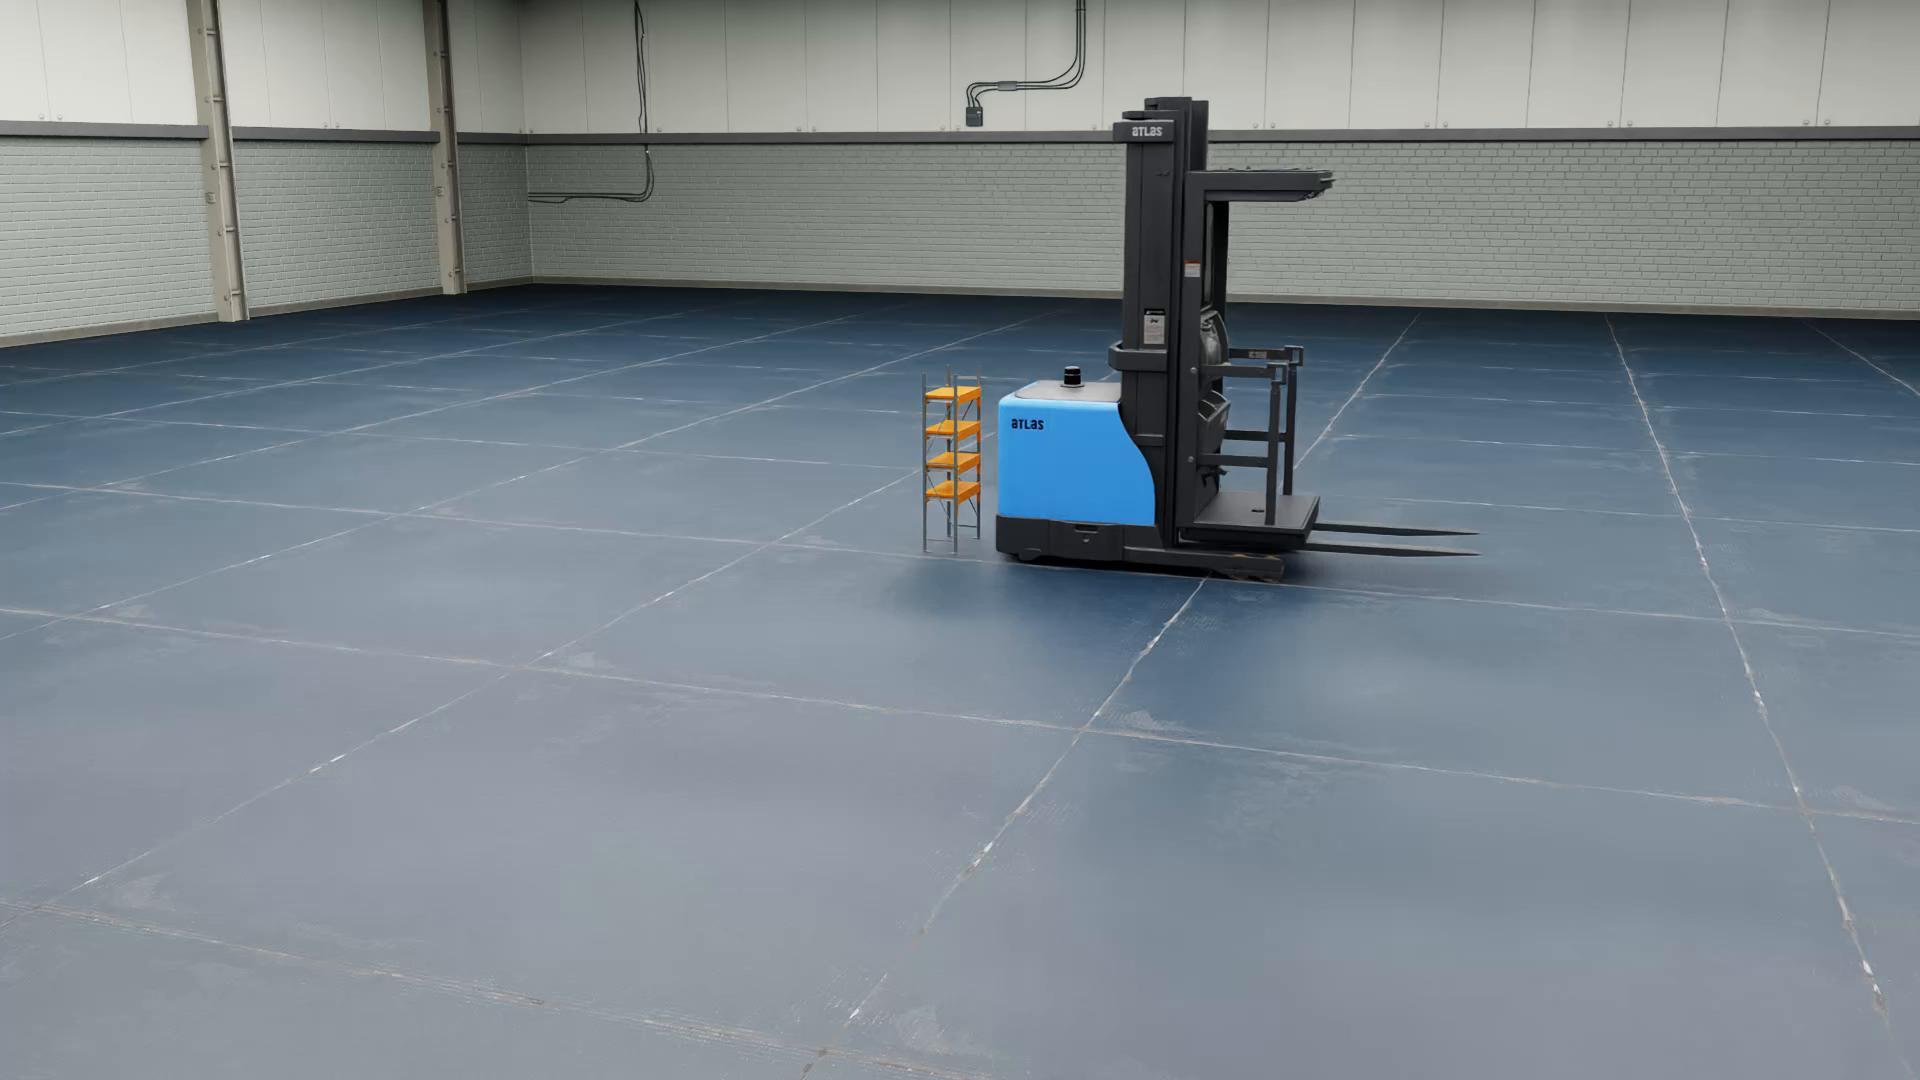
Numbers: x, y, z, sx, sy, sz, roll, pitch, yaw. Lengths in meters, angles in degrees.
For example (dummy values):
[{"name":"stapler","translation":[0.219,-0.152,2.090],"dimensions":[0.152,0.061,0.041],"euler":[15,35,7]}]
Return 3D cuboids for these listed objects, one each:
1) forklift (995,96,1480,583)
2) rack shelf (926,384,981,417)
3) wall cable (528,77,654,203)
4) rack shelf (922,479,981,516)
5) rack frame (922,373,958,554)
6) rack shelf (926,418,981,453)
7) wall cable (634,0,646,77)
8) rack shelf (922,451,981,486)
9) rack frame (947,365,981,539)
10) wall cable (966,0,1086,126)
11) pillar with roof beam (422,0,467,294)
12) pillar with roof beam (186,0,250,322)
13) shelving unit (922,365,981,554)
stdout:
[{"name":"forklift","translation":[1.808,-1.295,10.574],"dimensions":[3.031,2.935,1.130],"euler":[4,13,17]},{"name":"rack shelf","translation":[-0.054,-0.933,11.114],"dimensions":[0.258,0.148,0.480],"euler":[4,14,18]},{"name":"wall cable","translation":[-7.764,-8.262,34.443],"dimensions":[3.097,2.526,0.112],"euler":[4,14,18]},{"name":"rack shelf","translation":[-0.054,-0.291,11.261],"dimensions":[0.258,0.148,0.480],"euler":[4,14,18]},{"name":"rack frame","translation":[-0.133,-0.499,10.977],"dimensions":[0.240,1.200,0.015],"euler":[4,14,18]},{"name":"rack shelf","translation":[-0.054,-0.703,11.167],"dimensions":[0.258,0.148,0.480],"euler":[4,14,18]},{"name":"wall cable","translation":[-5.204,-10.530,33.028],"dimensions":[3.097,2.526,0.112],"euler":[4,14,18]},{"name":"rack shelf","translation":[-0.054,-0.485,11.217],"dimensions":[0.258,0.148,0.480],"euler":[4,14,18]},{"name":"rack frame","translation":[0.025,-0.601,11.427],"dimensions":[0.240,1.200,0.015],"euler":[4,14,18]},{"name":"wall cable","translation":[1.214,-10.747,30.710],"dimensions":[2.305,6.003,0.169],"euler":[4,14,18]},{"name":"pillar with roof beam","translation":[-5.895,-8.941,30.439],"dimensions":[9.100,9.000,0.400],"euler":[4,14,18]},{"name":"pillar with roof beam","translation":[-7.836,-7.678,24.904],"dimensions":[9.100,9.000,0.400],"euler":[4,14,18]},{"name":"shelving unit","translation":[-0.054,-0.550,11.202],"dimensions":[0.258,1.200,0.503],"euler":[4,14,18]}]
